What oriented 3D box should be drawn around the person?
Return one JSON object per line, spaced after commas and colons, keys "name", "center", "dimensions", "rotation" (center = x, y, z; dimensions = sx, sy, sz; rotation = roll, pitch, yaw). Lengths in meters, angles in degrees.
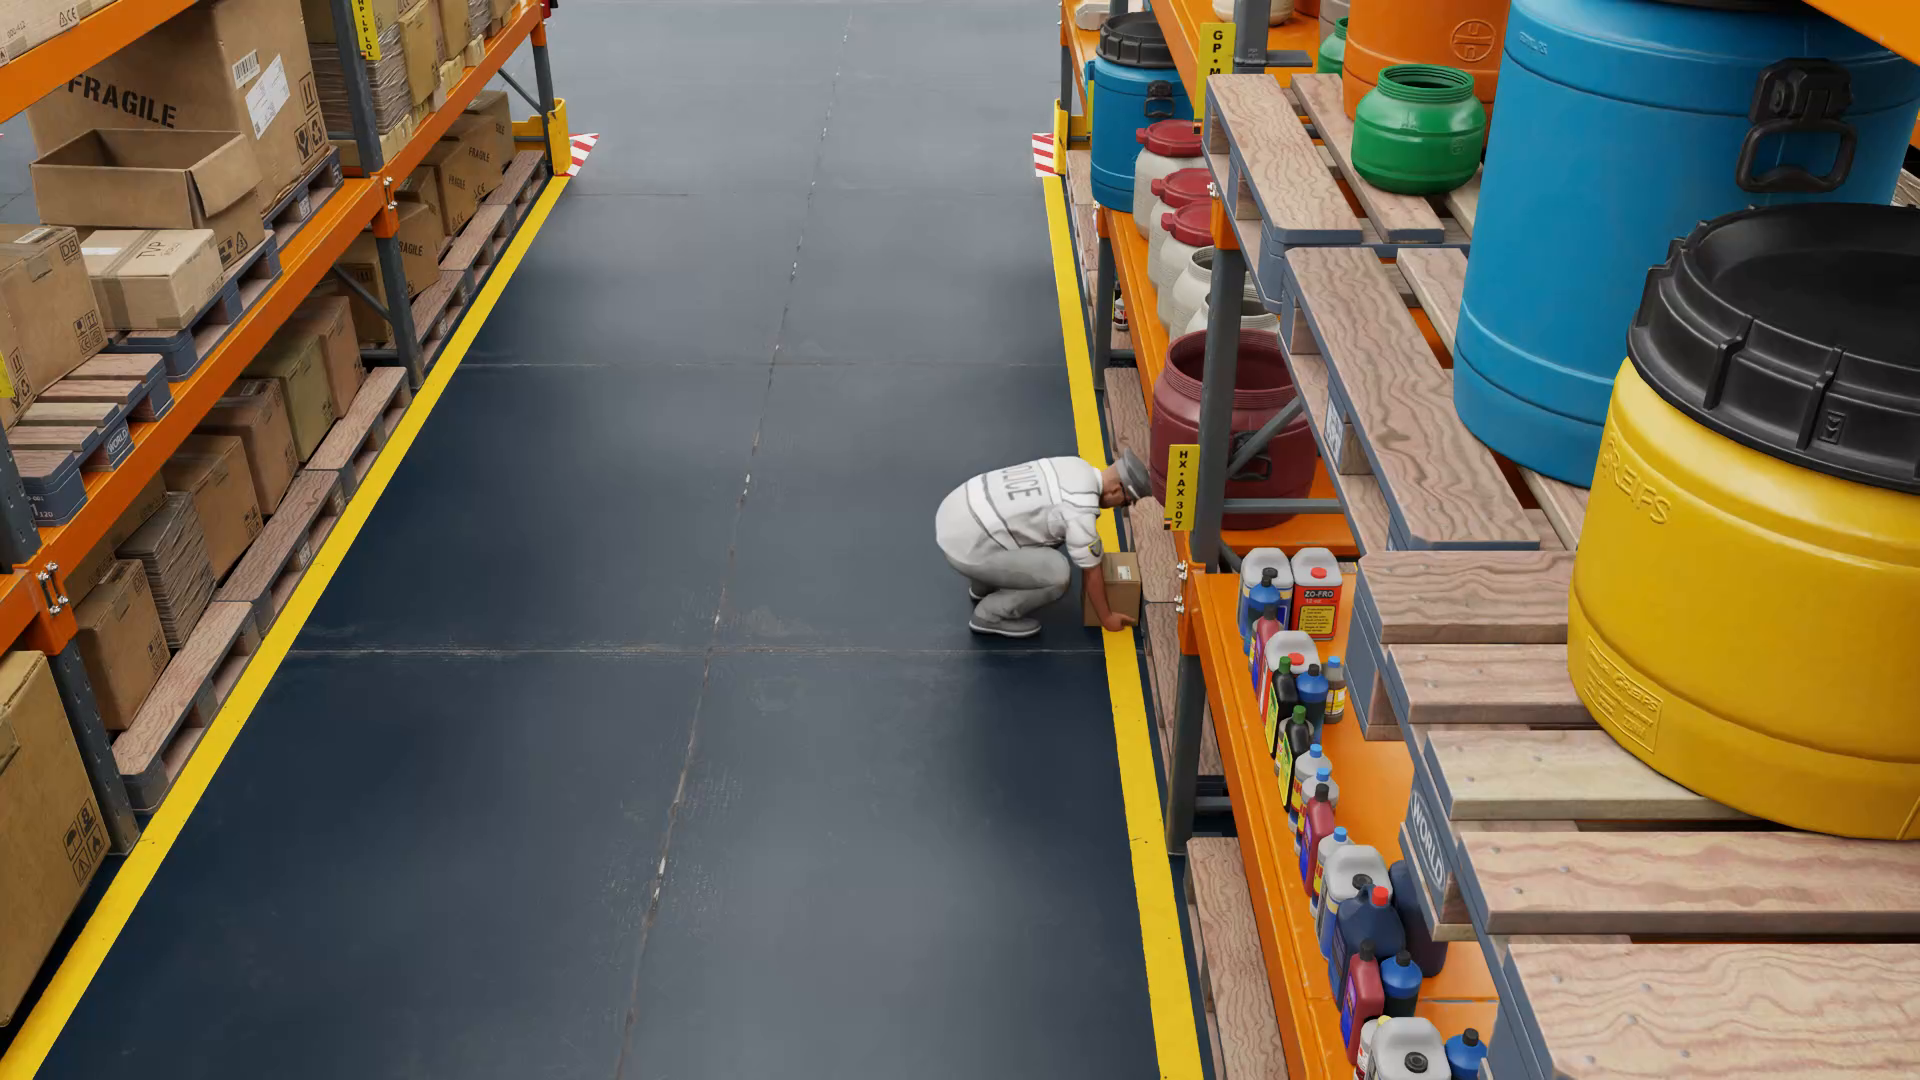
{"name": "person", "center": [0.391, 0.014, 7.564], "dimensions": [1.001, 0.871, 0.537], "rotation": [-1, 31, -1]}
